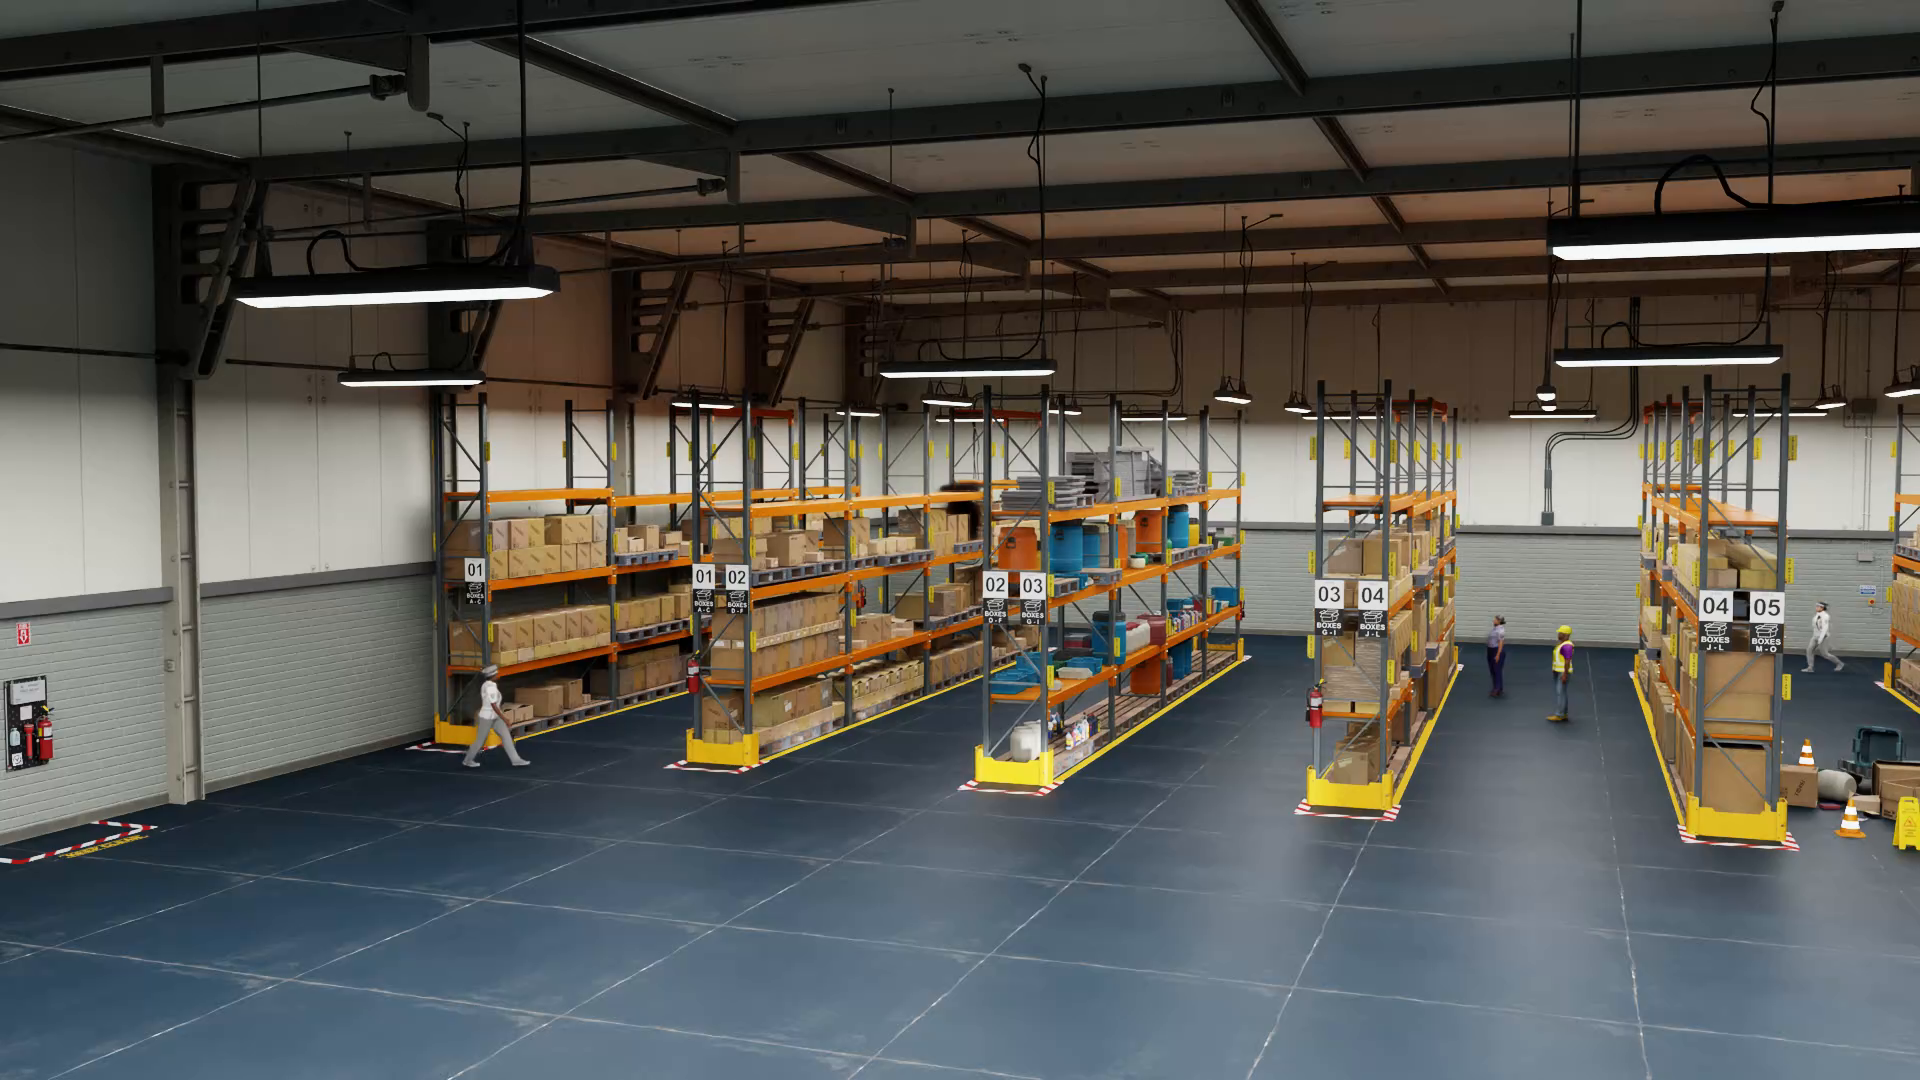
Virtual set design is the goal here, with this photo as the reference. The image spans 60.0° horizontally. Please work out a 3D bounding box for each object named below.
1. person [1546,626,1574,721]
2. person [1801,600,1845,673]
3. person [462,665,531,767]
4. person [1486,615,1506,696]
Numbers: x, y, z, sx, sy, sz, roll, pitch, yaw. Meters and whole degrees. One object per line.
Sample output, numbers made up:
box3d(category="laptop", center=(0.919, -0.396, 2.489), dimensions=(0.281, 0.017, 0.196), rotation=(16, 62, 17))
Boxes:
box3d(category="person", center=(11.155, 2.477, 30.989), dimensions=(0.591, 1.765, 0.570), rotation=(0, 3, -8))
box3d(category="person", center=(19.417, 2.175, 37.422), dimensions=(0.878, 1.636, 0.503), rotation=(0, 3, 4))
box3d(category="person", center=(-7.328, 2.774, 26.175), dimensions=(1.049, 1.611, 0.431), rotation=(1, 3, 13))
box3d(category="person", center=(11.027, 2.374, 34.244), dimensions=(0.493, 1.662, 0.490), rotation=(-1, 3, -19))
